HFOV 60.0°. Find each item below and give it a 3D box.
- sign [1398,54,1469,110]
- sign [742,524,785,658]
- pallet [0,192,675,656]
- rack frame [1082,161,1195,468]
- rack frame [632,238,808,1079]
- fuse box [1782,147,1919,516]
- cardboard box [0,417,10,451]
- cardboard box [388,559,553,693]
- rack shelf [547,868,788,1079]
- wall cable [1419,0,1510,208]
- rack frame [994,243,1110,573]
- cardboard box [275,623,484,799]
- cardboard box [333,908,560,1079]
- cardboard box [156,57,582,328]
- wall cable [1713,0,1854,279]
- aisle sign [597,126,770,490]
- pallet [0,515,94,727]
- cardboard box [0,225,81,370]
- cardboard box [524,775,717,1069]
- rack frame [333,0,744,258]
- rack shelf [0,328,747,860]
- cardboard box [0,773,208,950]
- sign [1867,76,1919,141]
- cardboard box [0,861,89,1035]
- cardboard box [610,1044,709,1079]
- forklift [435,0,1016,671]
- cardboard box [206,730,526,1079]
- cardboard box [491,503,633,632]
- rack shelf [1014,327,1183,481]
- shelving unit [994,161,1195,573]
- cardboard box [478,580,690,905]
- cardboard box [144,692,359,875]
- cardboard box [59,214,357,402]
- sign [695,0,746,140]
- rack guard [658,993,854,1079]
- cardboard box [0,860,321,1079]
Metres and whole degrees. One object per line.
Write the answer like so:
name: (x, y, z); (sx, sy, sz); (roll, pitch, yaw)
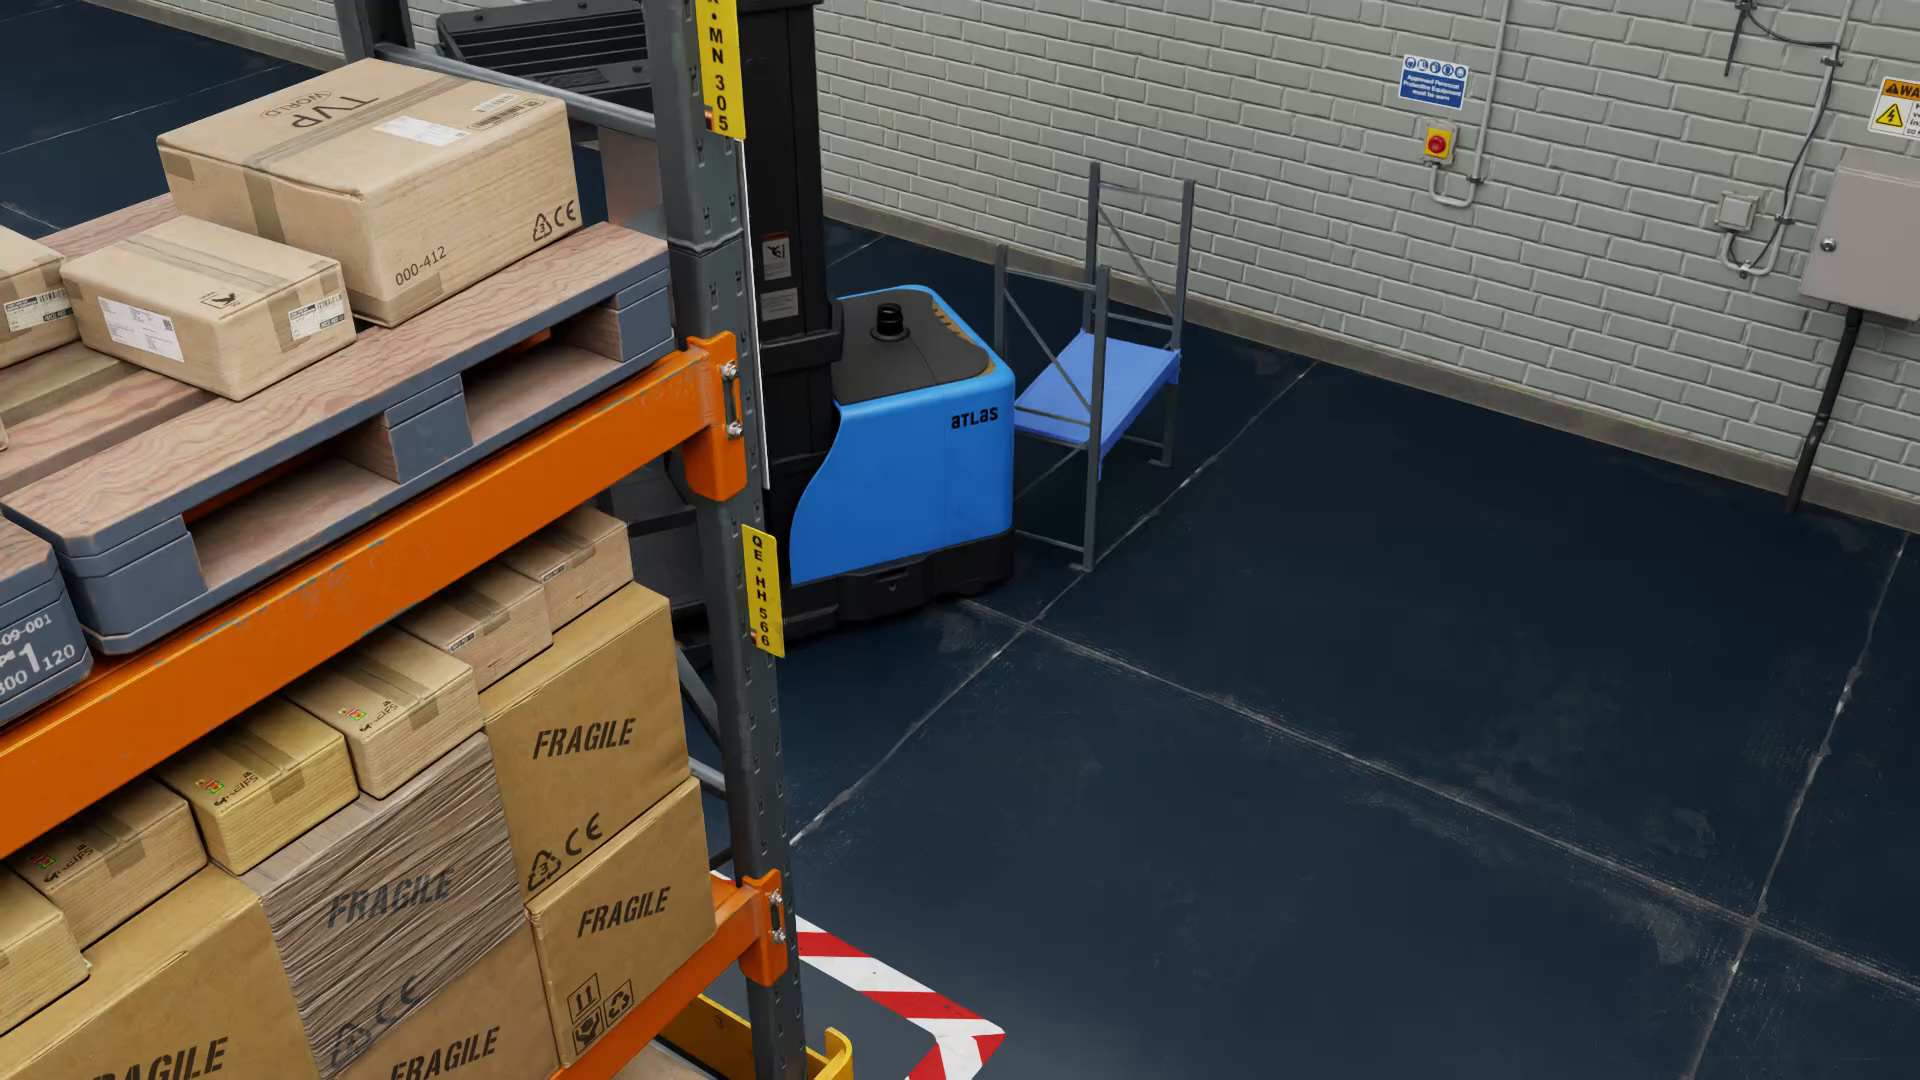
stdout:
sign: (2.318, -2.245, 8.151); (0.327, 0.218, 0.001); (21, 39, 28)
sign: (-0.435, 0.115, 3.658); (0.100, 0.325, 0.005); (21, 39, 28)
pallet: (-1.287, -0.349, 2.989); (1.003, 0.211, 1.213); (21, 39, 28)
rack frame: (0.826, -1.051, 7.965); (0.500, 1.500, 0.032); (15, 37, 21)
rack frame: (-0.873, 0.513, 4.314); (1.000, 3.000, 0.127); (21, 39, 28)
fuse box: (3.966, -0.818, 7.432); (0.539, 1.711, 0.414); (21, 39, 28)
cardboard box: (-1.767, -0.236, 2.358); (0.500, 0.311, 0.500); (22, 40, 29)
cardboard box: (-1.038, 0.142, 3.302); (0.380, 0.149, 0.250); (22, 40, 29)
rack shelf: (-2.013, 1.731, 3.155); (1.077, 0.370, 4.000); (21, 39, 28)
wall cable: (2.323, -2.524, 7.869); (0.585, 1.953, 0.123); (21, 39, 28)
rack frame: (0.376, -0.540, 7.210); (0.500, 1.500, 0.032); (15, 37, 21)
cardboard box: (-1.116, 0.288, 3.086); (0.380, 0.149, 0.250); (21, 39, 28)
cardboard box: (-1.229, 1.004, 3.499); (0.500, 0.500, 0.500); (20, 39, 27)
cardboard box: (-1.055, -0.647, 3.022); (0.500, 0.250, 0.500); (18, 38, 24)
wall cable: (3.495, -2.063, 7.216); (0.588, 1.984, 0.122); (21, 39, 28)
aisle sign: (-0.577, -0.498, 3.489); (0.394, 0.787, 0.004); (21, 39, 28)
pallet: (-1.982, 0.215, 2.155); (1.003, 0.211, 1.213); (21, 39, 28)
cardboard box: (-1.682, -0.414, 2.767); (0.380, 0.149, 0.250); (23, 40, 30)
cardboard box: (-0.930, 0.778, 3.833); (0.500, 0.500, 0.500); (21, 40, 28)
rack frame: (-0.873, -1.973, 2.634); (1.000, 3.000, 0.127); (21, 39, 28)
rack shelf: (-2.013, 0.488, 2.315); (1.077, 0.370, 4.000); (21, 39, 28)
cardboard box: (-1.501, 0.488, 2.790); (0.380, 0.149, 0.250); (21, 39, 28)
sign: (4.038, -1.807, 7.007); (0.339, 0.242, 0.001); (21, 39, 28)
cardboard box: (-1.595, 0.622, 2.591); (0.380, 0.149, 0.250); (22, 40, 29)
cardboard box: (-1.167, 1.736, 4.418); (0.875, 0.438, 0.875); (20, 39, 27)
forklift: (-1.319, -0.927, 6.505); (3.031, 2.935, 1.130); (-14, 36, -20)
cardboard box: (-1.226, 0.605, 3.196); (0.500, 0.500, 0.500); (21, 40, 28)
cardboard box: (-0.913, 0.017, 3.486); (0.380, 0.149, 0.250); (22, 40, 29)
rack shelf: (0.601, -0.646, 7.688); (0.538, 0.185, 1.000); (15, 37, 21)
shelving unit: (0.601, -0.795, 7.587); (0.538, 1.500, 1.048); (15, 37, 21)
cardboard box: (-0.952, 0.355, 3.566); (0.500, 0.500, 0.500); (23, 40, 30)
cardboard box: (-1.293, 0.390, 2.934); (0.380, 0.149, 0.250); (22, 40, 29)
cardboard box: (-1.229, -0.387, 2.727); (0.380, 0.149, 0.250); (18, 38, 25)
sign: (-0.435, -0.884, 2.982); (0.100, 0.325, 0.005); (21, 39, 28)
rack guard: (-0.859, 1.537, 5.031); (1.175, 0.500, 0.348); (21, 39, 28)
cardboard box: (-1.511, 0.831, 2.861); (0.500, 0.500, 0.500); (21, 39, 28)
